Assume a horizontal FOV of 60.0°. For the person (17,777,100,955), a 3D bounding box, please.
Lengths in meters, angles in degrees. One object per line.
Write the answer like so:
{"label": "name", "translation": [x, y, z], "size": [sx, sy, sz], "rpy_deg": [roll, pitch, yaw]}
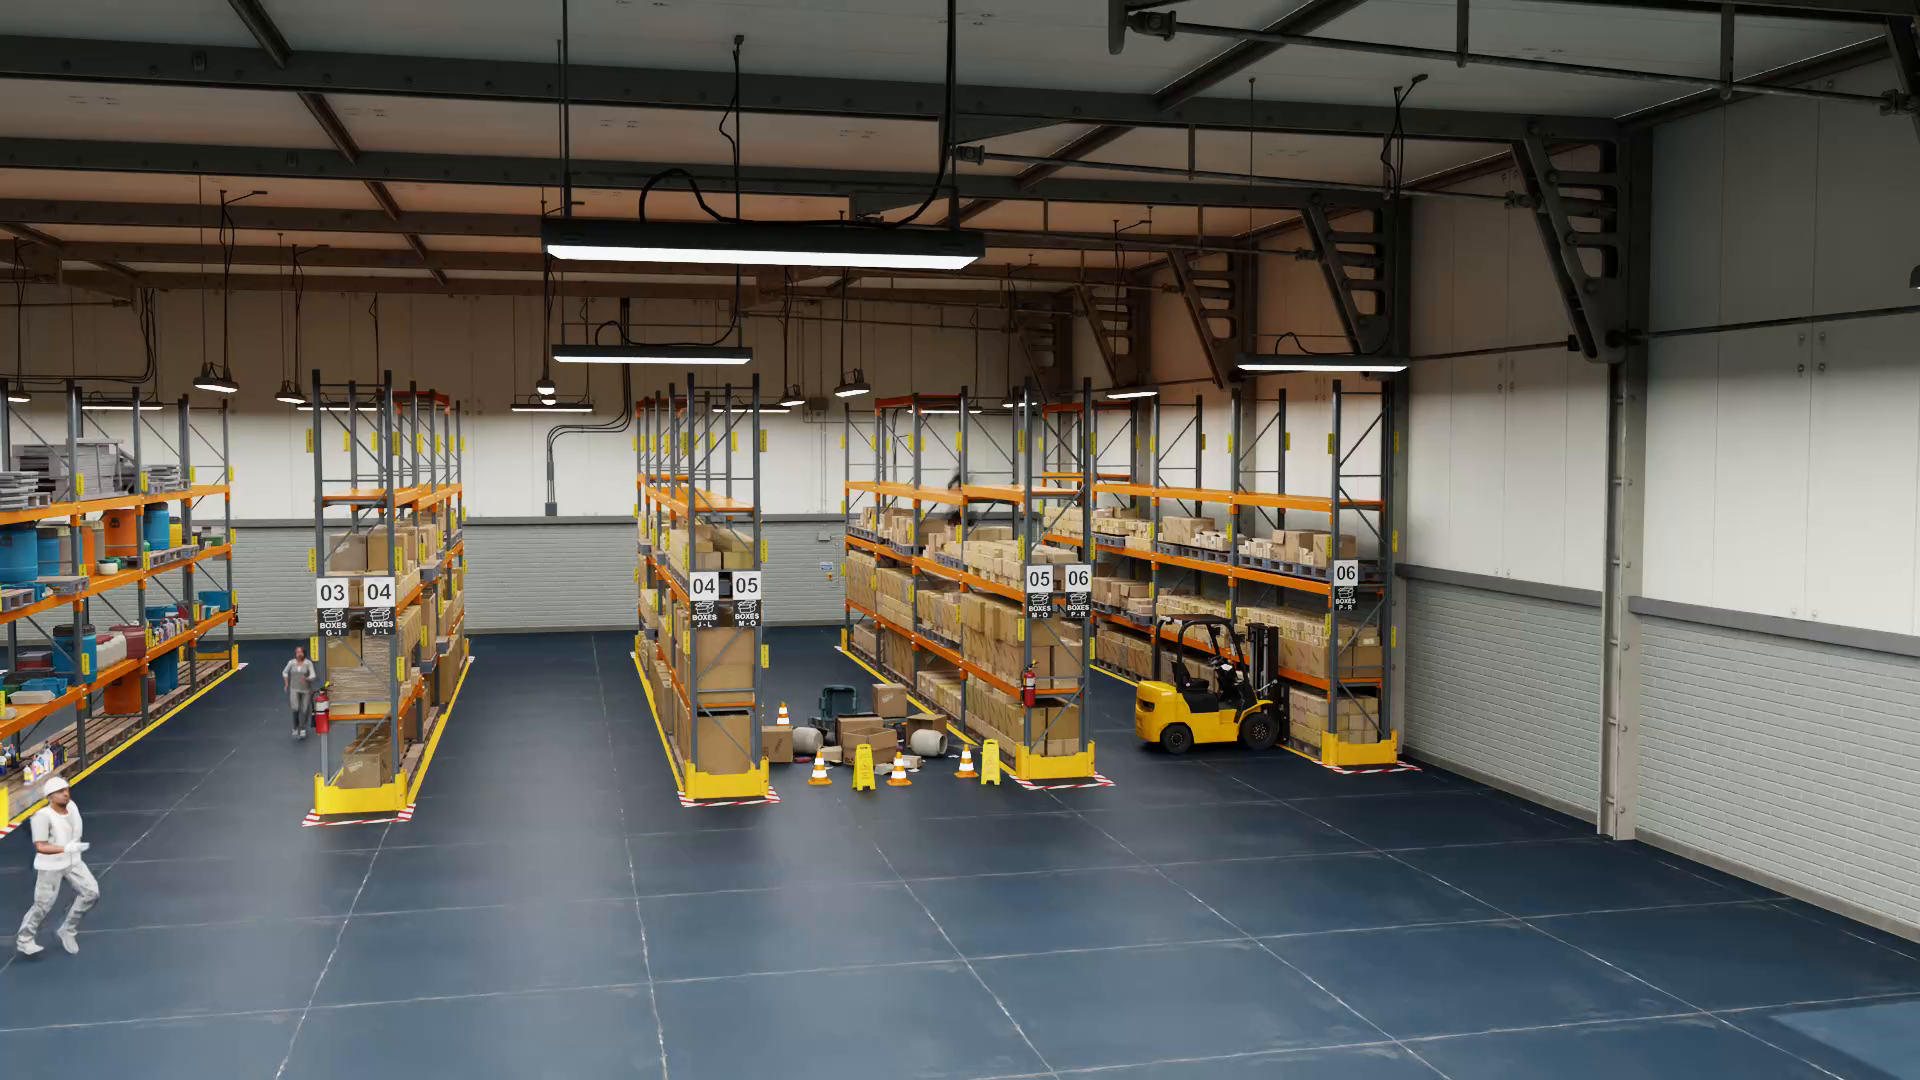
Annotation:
{"label": "person", "translation": [-8.744, 3.172, 16.182], "size": [0.861, 1.762, 0.699], "rpy_deg": [1, 3, 16]}

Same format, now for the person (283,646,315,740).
{"label": "person", "translation": [-11.149, 2.578, 28.074], "size": [0.506, 1.586, 0.656], "rpy_deg": [-1, 4, -24]}
